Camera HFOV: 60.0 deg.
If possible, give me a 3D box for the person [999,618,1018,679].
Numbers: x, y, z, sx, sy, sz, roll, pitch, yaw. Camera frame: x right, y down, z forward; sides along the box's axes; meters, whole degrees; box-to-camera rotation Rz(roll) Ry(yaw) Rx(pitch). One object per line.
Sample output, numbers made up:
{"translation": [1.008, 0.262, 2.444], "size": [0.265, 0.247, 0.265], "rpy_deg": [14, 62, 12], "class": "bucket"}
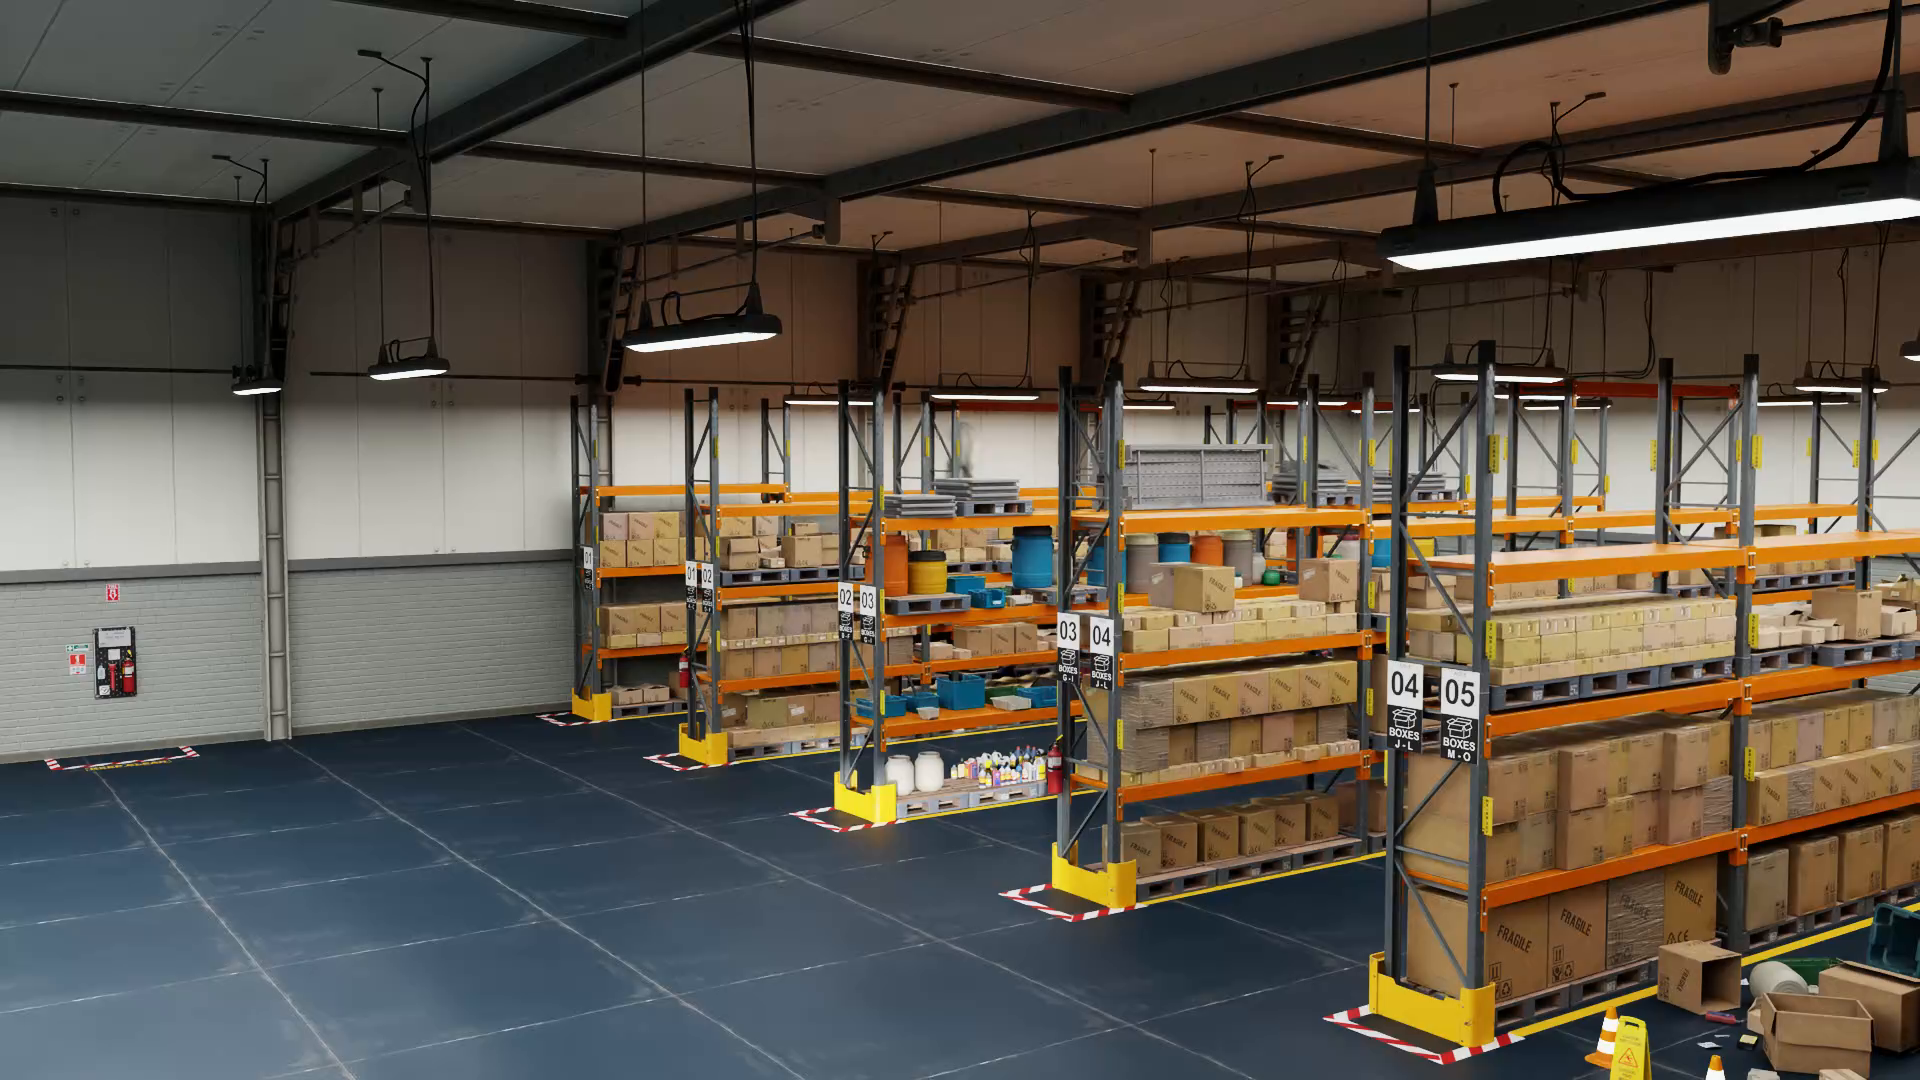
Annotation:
{"translation": [1.001, 2.373, 33.135], "size": [0.802, 1.686, 0.607], "rpy_deg": [-2, 4, -30], "class": "person"}
